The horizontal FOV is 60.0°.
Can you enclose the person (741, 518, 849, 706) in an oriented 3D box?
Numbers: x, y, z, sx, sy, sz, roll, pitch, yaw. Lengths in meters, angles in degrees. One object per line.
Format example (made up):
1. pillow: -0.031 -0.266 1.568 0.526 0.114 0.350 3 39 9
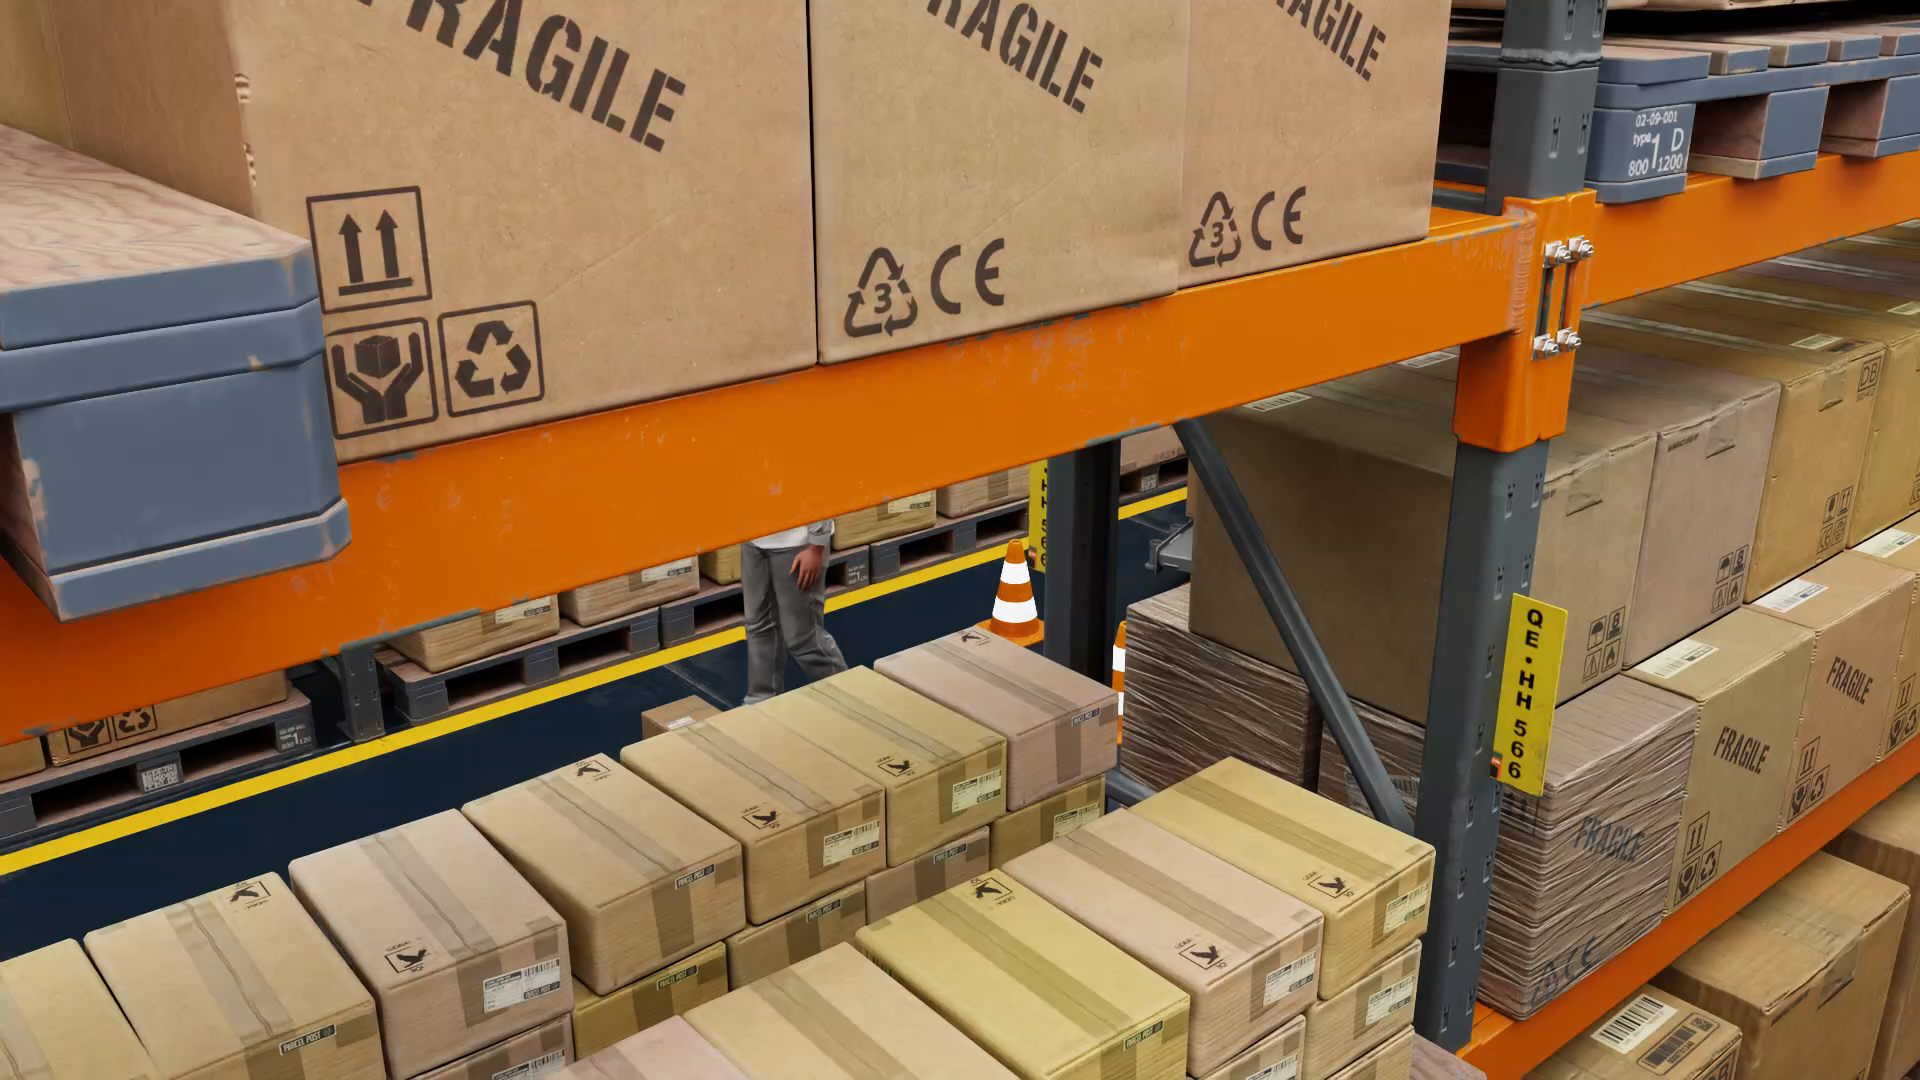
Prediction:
1. person: -0.727 -0.018 6.600 0.597 1.792 0.559 -12 24 -29
